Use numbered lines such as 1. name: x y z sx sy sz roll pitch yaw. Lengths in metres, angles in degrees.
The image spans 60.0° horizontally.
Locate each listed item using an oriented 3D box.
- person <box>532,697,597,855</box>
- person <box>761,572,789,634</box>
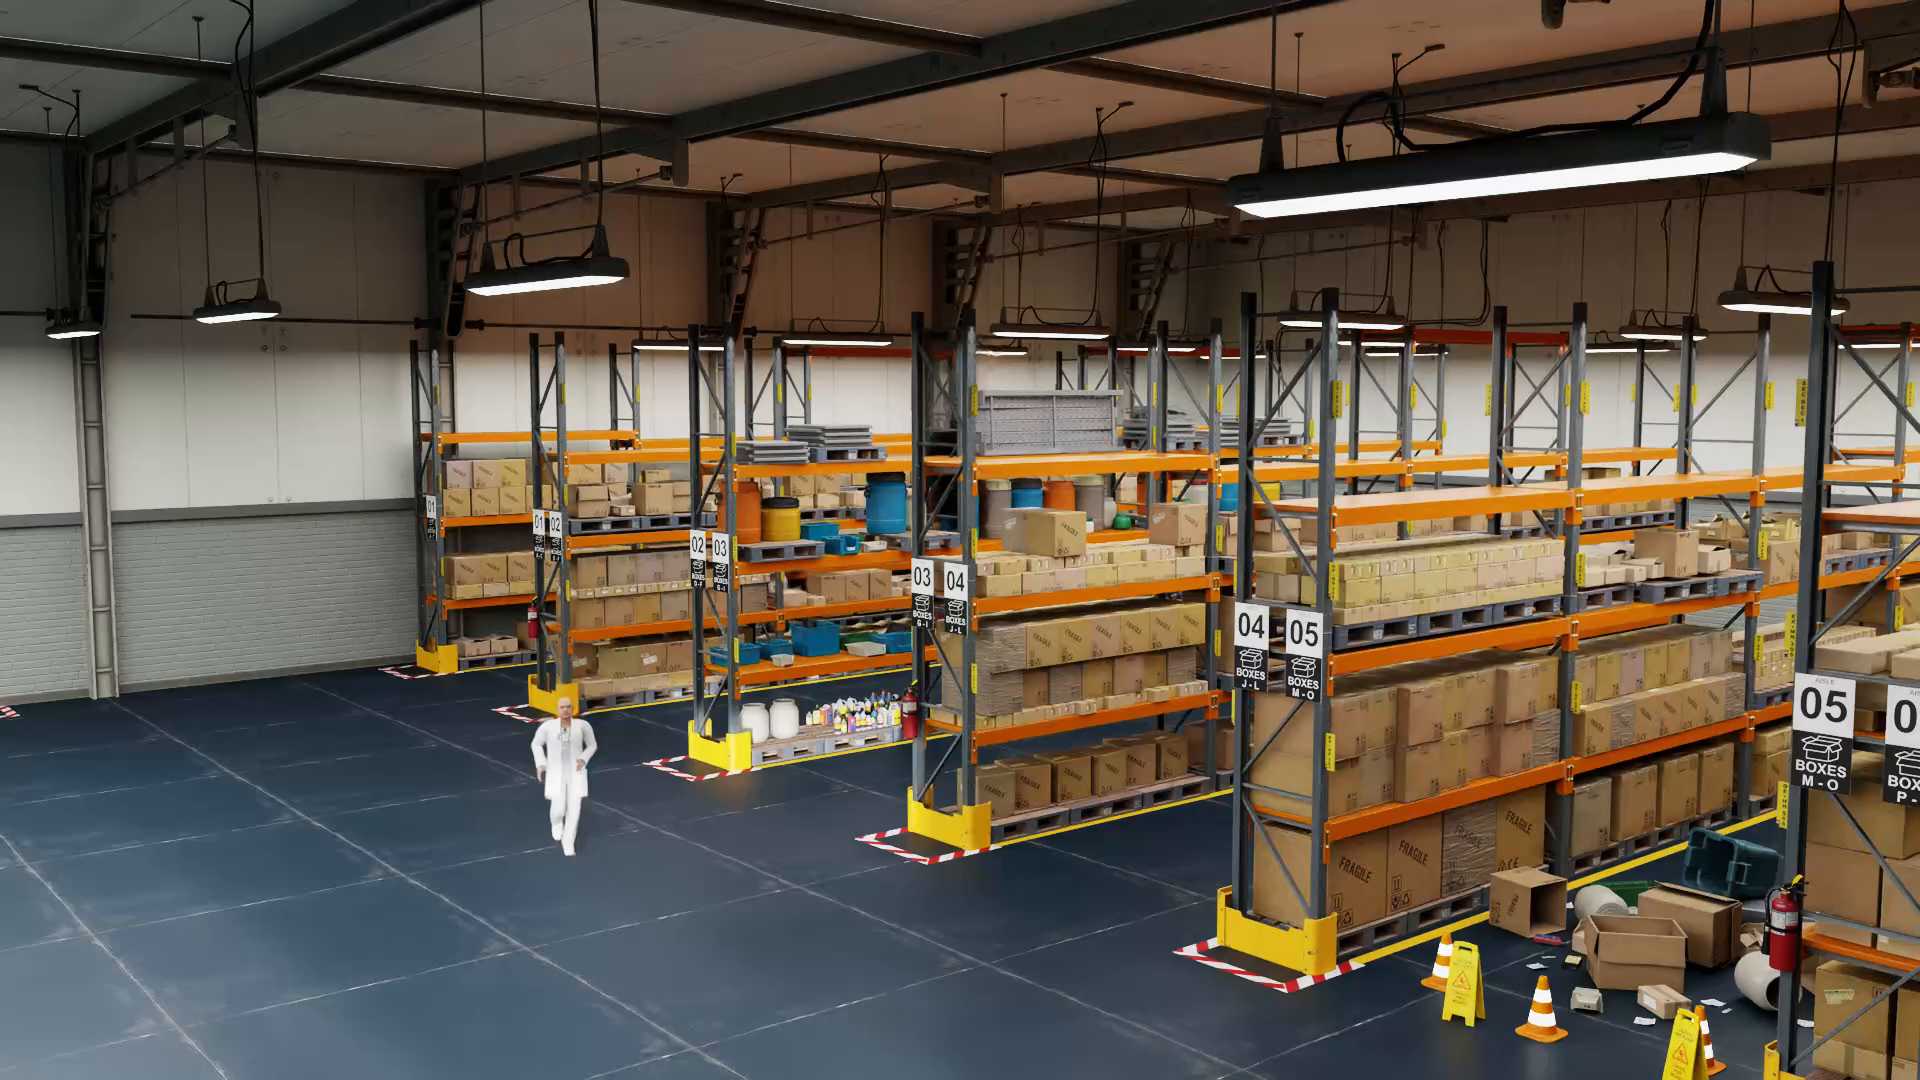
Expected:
1. person: -4.366 2.606 18.416 0.708 1.735 0.635 -2 6 -16
2. person: -3.526 1.307 31.982 0.774 1.827 0.649 -5 7 -44
